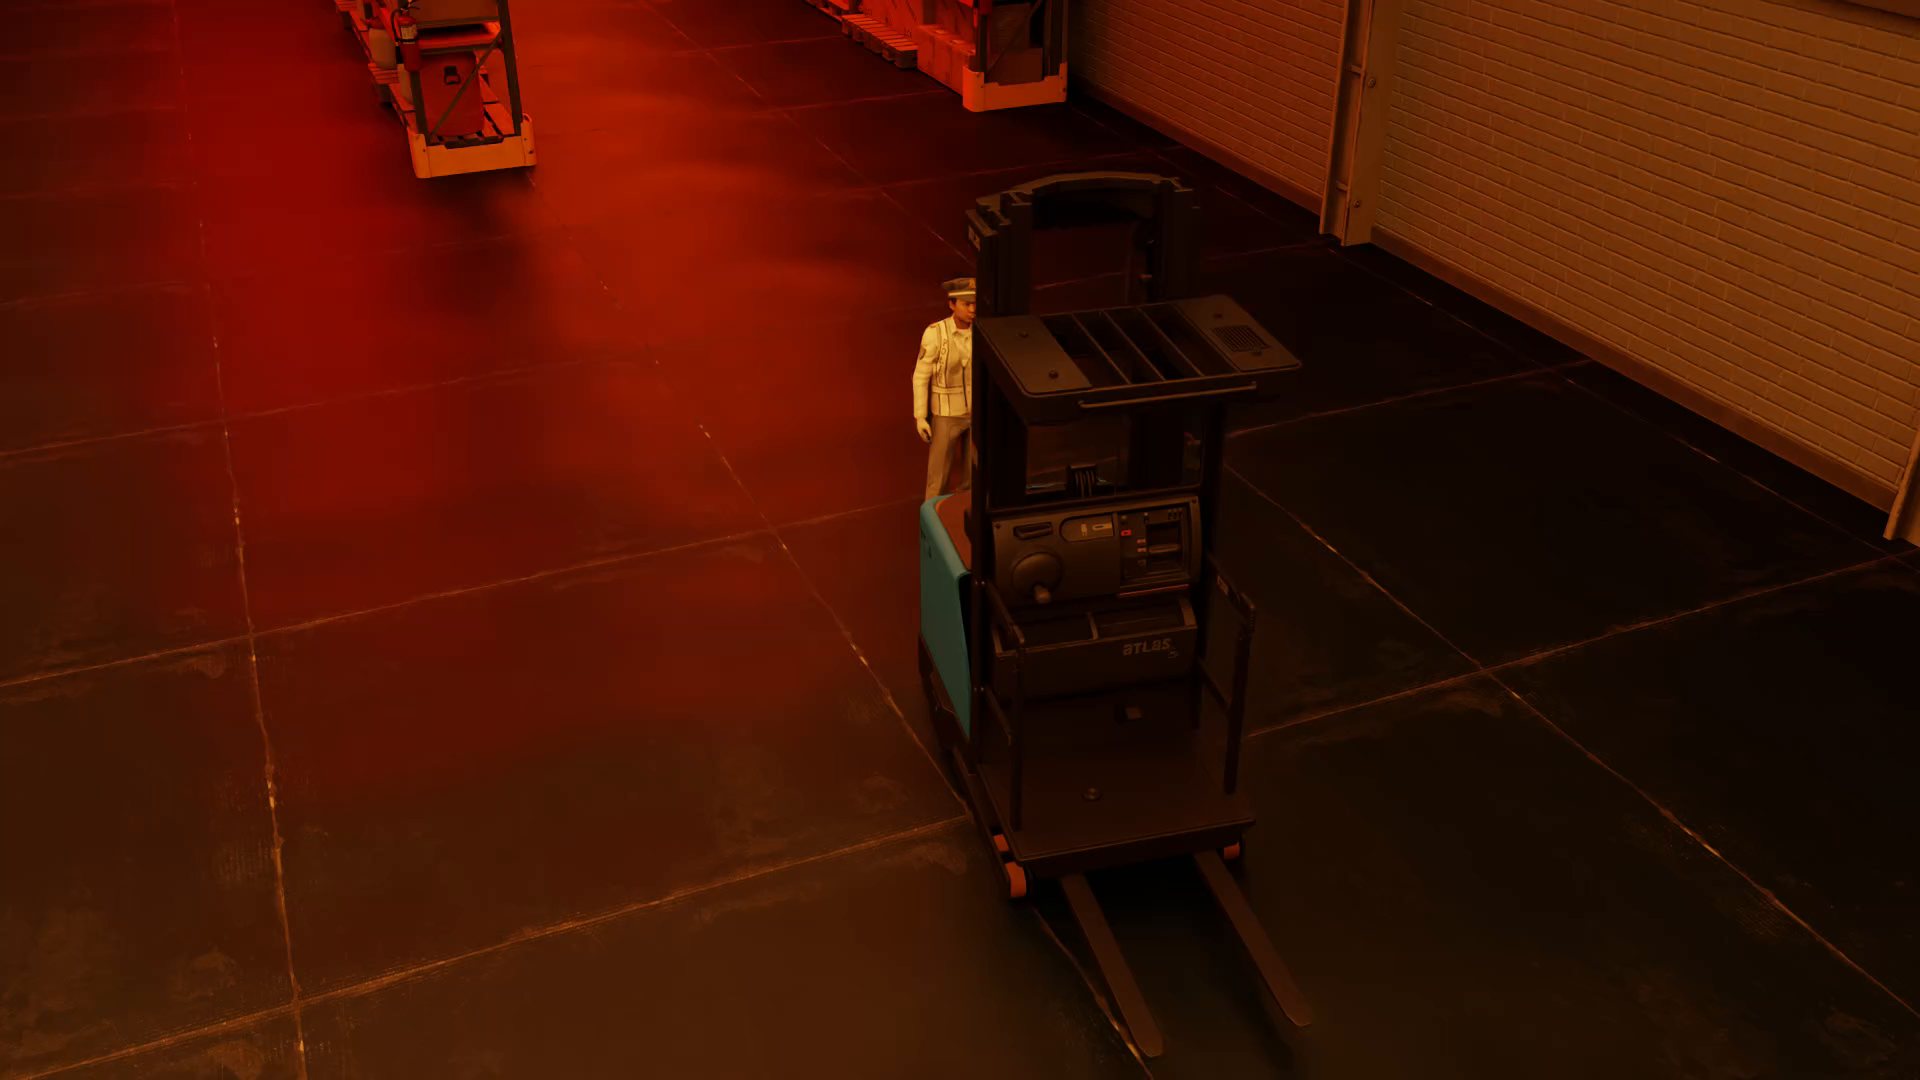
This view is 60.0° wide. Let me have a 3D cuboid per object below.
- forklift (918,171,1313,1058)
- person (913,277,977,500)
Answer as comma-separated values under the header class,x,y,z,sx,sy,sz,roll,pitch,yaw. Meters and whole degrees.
class,x,y,z,sx,sy,sz,roll,pitch,yaw
forklift,0.649,0.092,6.959,1.130,2.935,3.031,-7,31,-13
person,0.036,-0.685,9.573,0.585,1.693,0.555,-7,30,-11
